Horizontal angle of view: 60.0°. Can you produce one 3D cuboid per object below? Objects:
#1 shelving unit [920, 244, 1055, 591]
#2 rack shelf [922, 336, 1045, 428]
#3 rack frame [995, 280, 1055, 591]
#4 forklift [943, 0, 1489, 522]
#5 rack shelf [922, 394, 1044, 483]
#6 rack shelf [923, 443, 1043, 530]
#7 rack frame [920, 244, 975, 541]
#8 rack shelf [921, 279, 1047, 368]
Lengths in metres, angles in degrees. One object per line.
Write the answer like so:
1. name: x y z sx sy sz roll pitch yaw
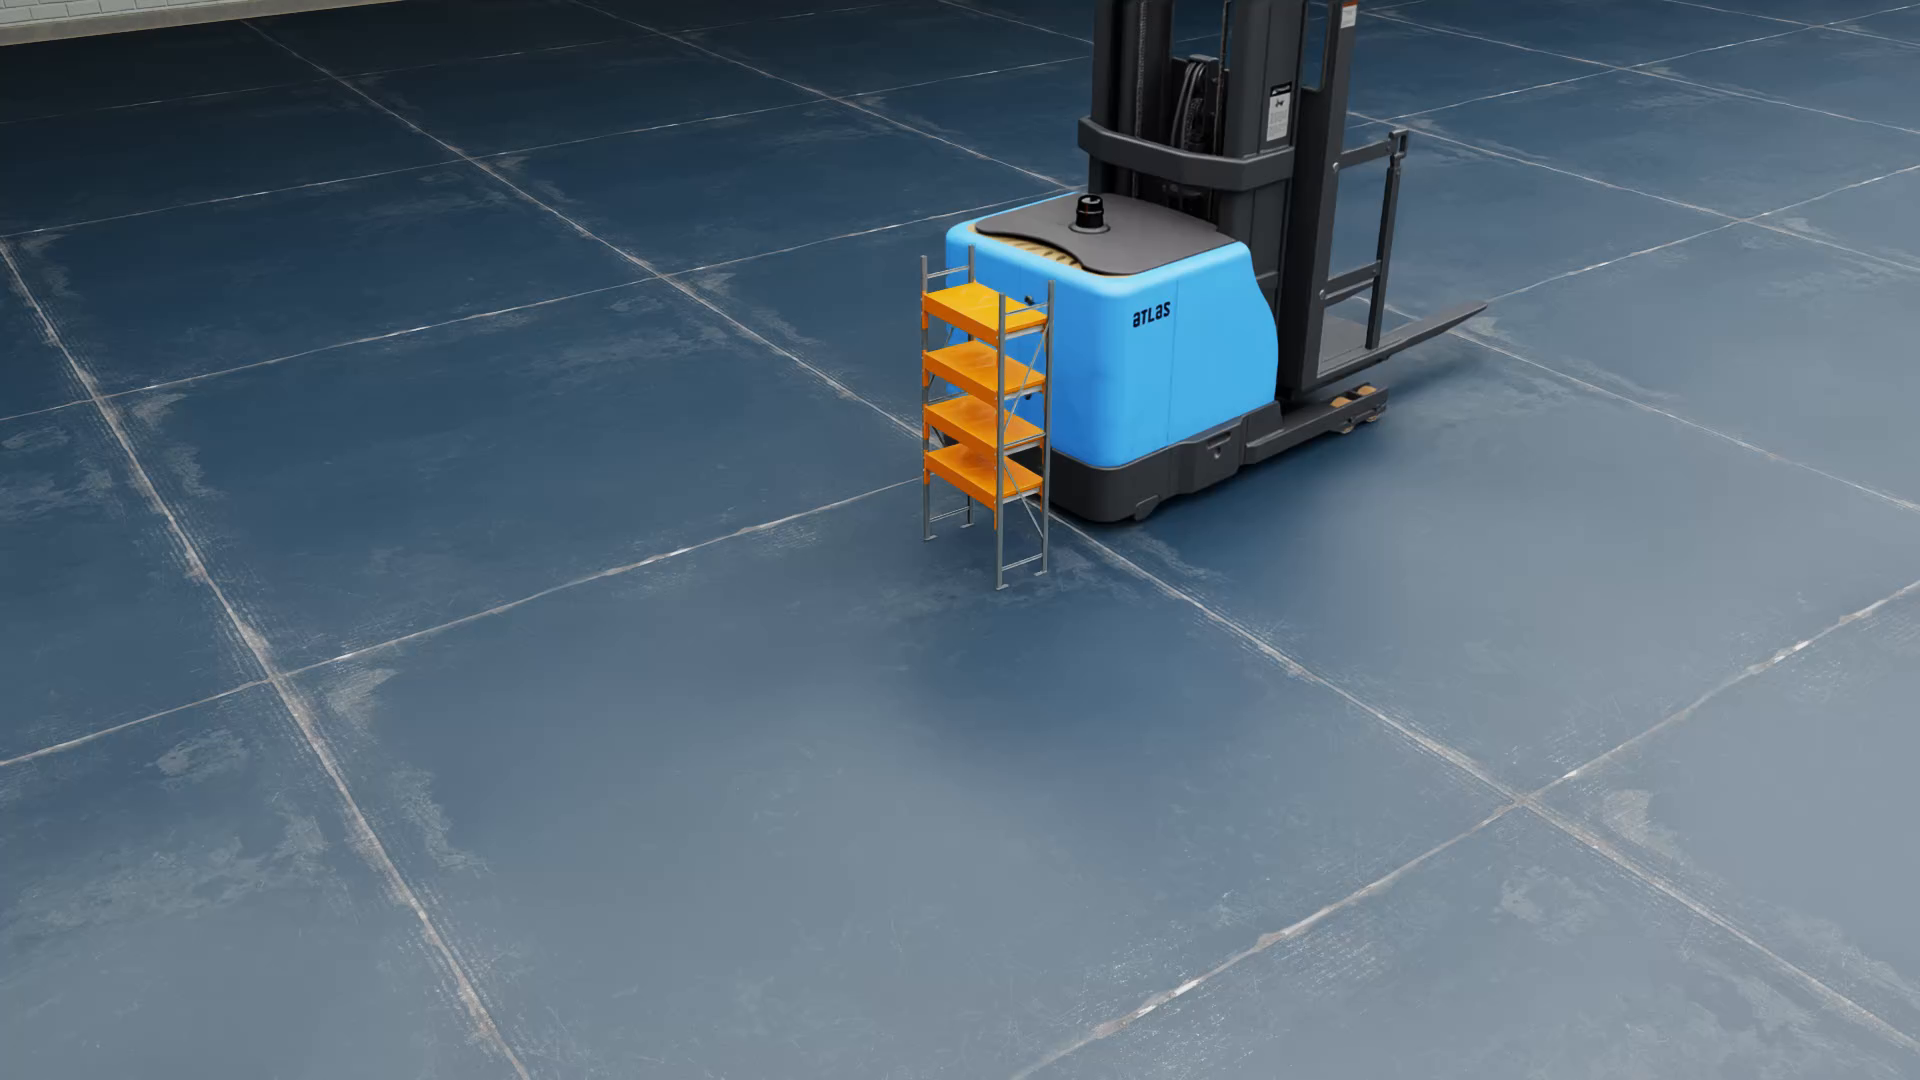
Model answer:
1. shelving unit: 0.096 -0.463 6.345 0.258 1.200 0.503 -19 34 -31
2. rack shelf: 0.096 -0.600 6.271 0.258 0.148 0.480 -19 34 -31
3. rack frame: 0.238 -0.368 6.170 0.240 1.200 0.015 -19 34 -31
4. forklift: 1.360 -1.943 7.256 3.031 2.935 1.130 -23 36 -36
5. rack shelf: 0.096 -0.404 6.377 0.258 0.148 0.480 -19 34 -31
6. rack shelf: 0.096 -0.229 6.472 0.258 0.148 0.480 -19 34 -31
7. rack frame: -0.046 -0.558 6.520 0.240 1.200 0.015 -19 34 -31
8. rack shelf: 0.096 -0.808 6.158 0.258 0.148 0.480 -19 34 -31
